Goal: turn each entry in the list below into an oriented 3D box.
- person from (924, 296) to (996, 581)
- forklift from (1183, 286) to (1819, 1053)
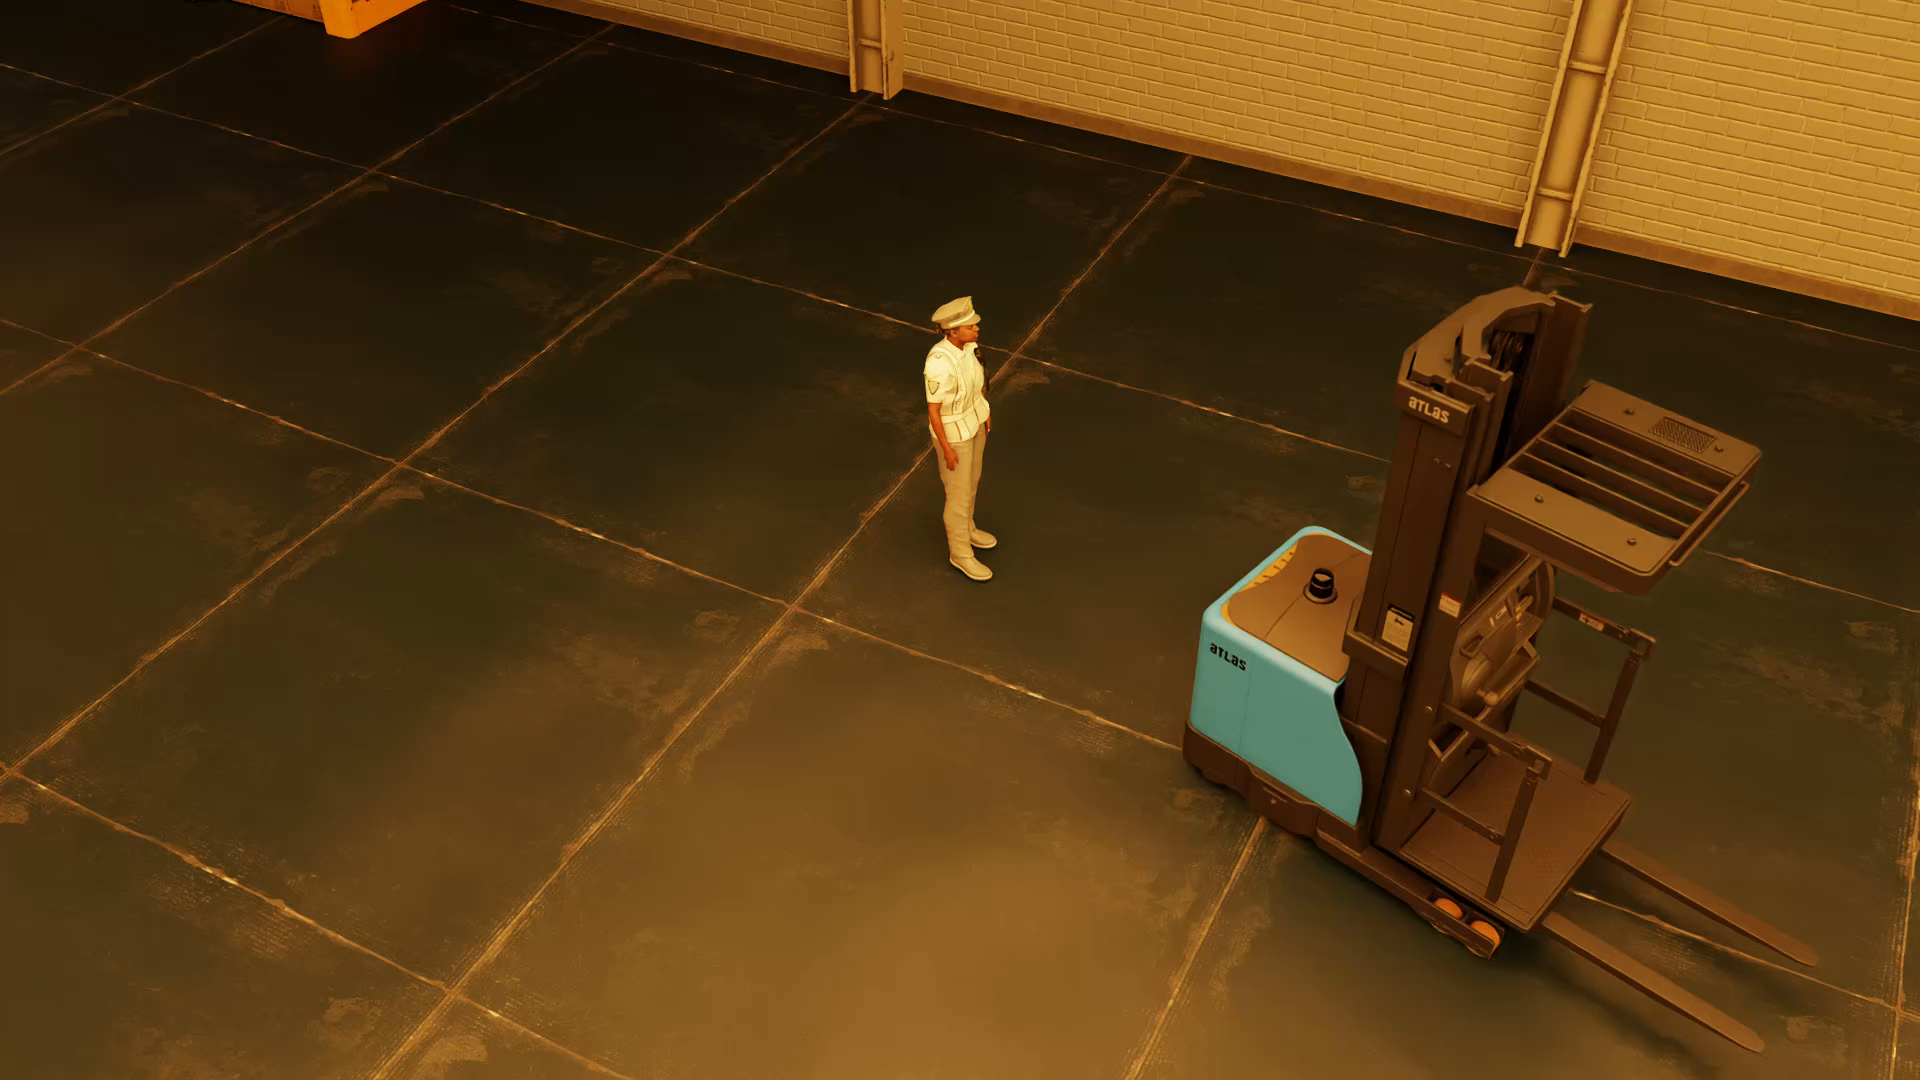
[{"bbox_3d":[0.058,-0.616,9.675,0.528,1.684,0.569,18,43,21],"label":"person"},{"bbox_3d":[2.607,0.472,7.427,3.031,2.935,1.130,31,49,31],"label":"forklift"}]
